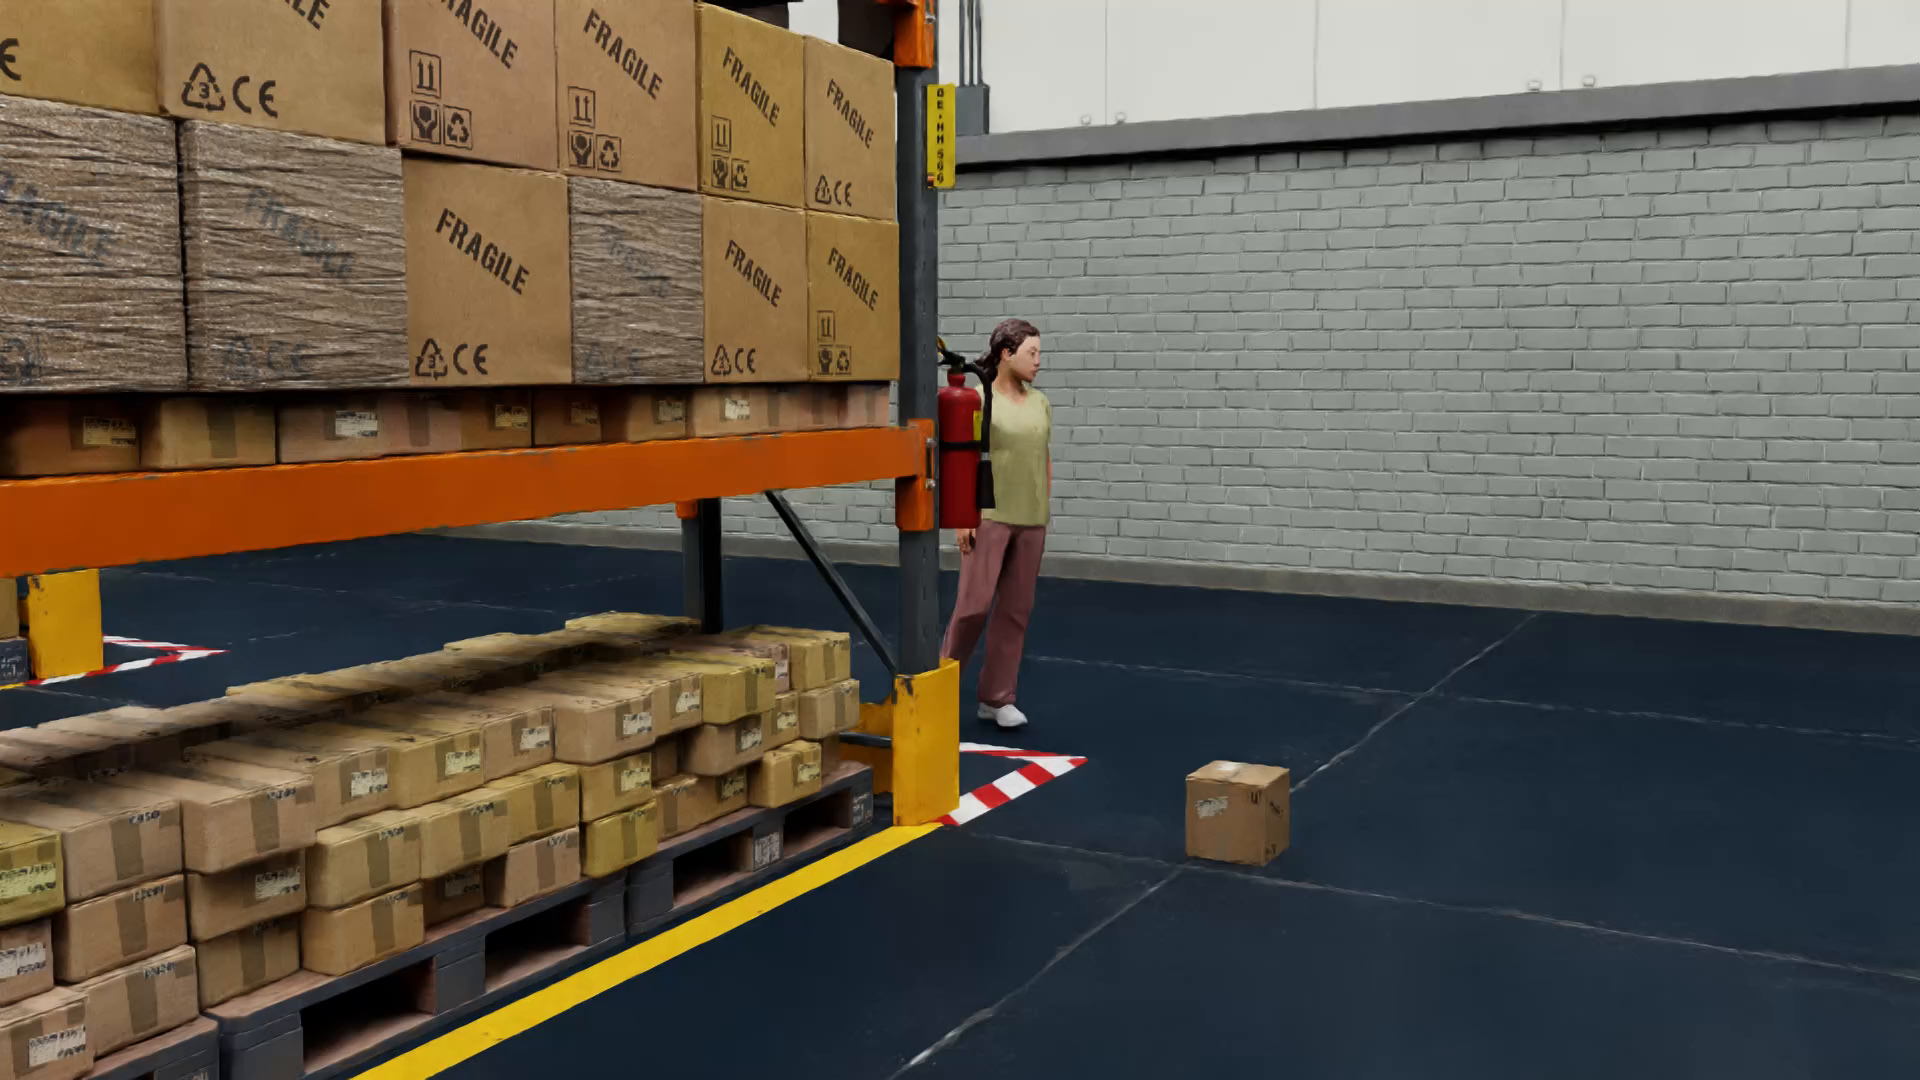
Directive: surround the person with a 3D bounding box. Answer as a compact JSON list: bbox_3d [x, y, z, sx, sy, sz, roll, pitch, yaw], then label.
[{"bbox_3d":[0.102,-0.004,6.827,0.633,1.538,0.426,-3,7,-26],"label":"person"}]
